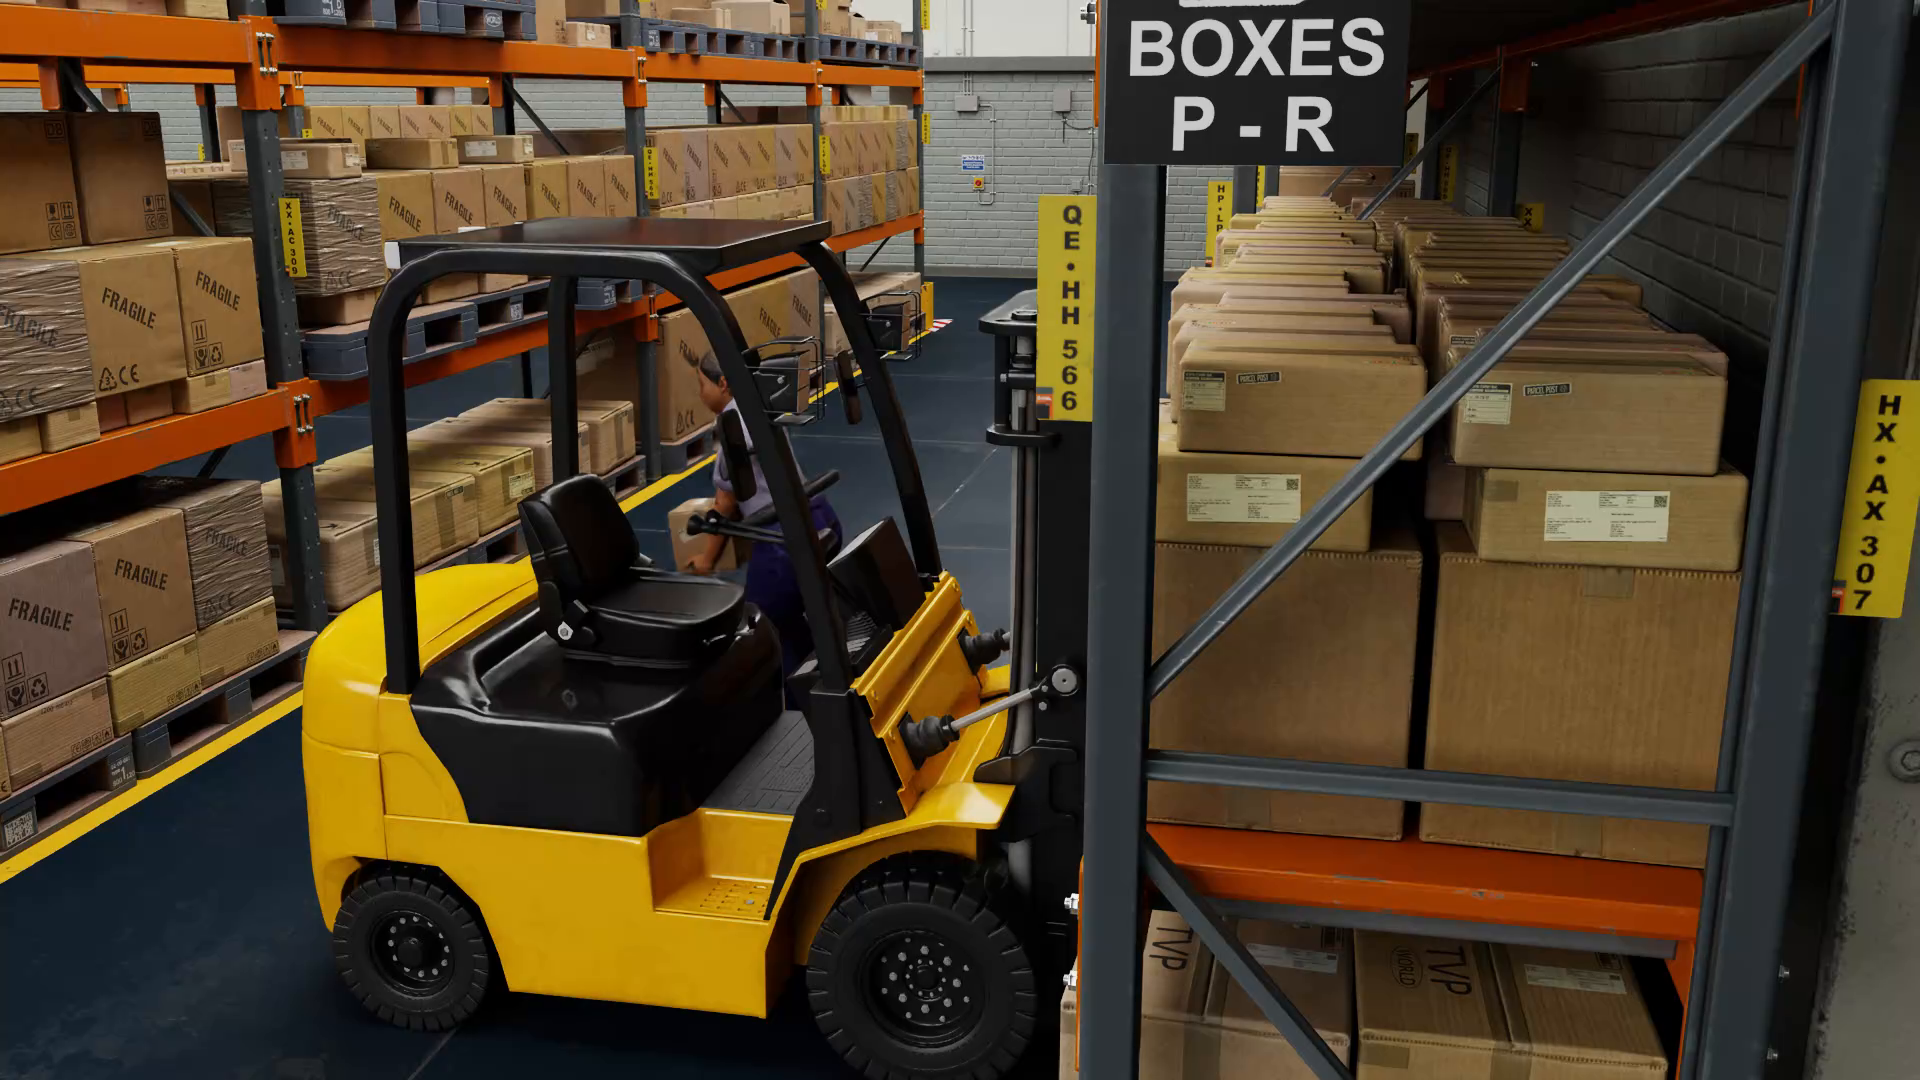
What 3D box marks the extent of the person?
[{"bbox_3d":[-0.771,0.031,6.560,0.583,1.588,0.441,3,15,10],"label":"person"}]
